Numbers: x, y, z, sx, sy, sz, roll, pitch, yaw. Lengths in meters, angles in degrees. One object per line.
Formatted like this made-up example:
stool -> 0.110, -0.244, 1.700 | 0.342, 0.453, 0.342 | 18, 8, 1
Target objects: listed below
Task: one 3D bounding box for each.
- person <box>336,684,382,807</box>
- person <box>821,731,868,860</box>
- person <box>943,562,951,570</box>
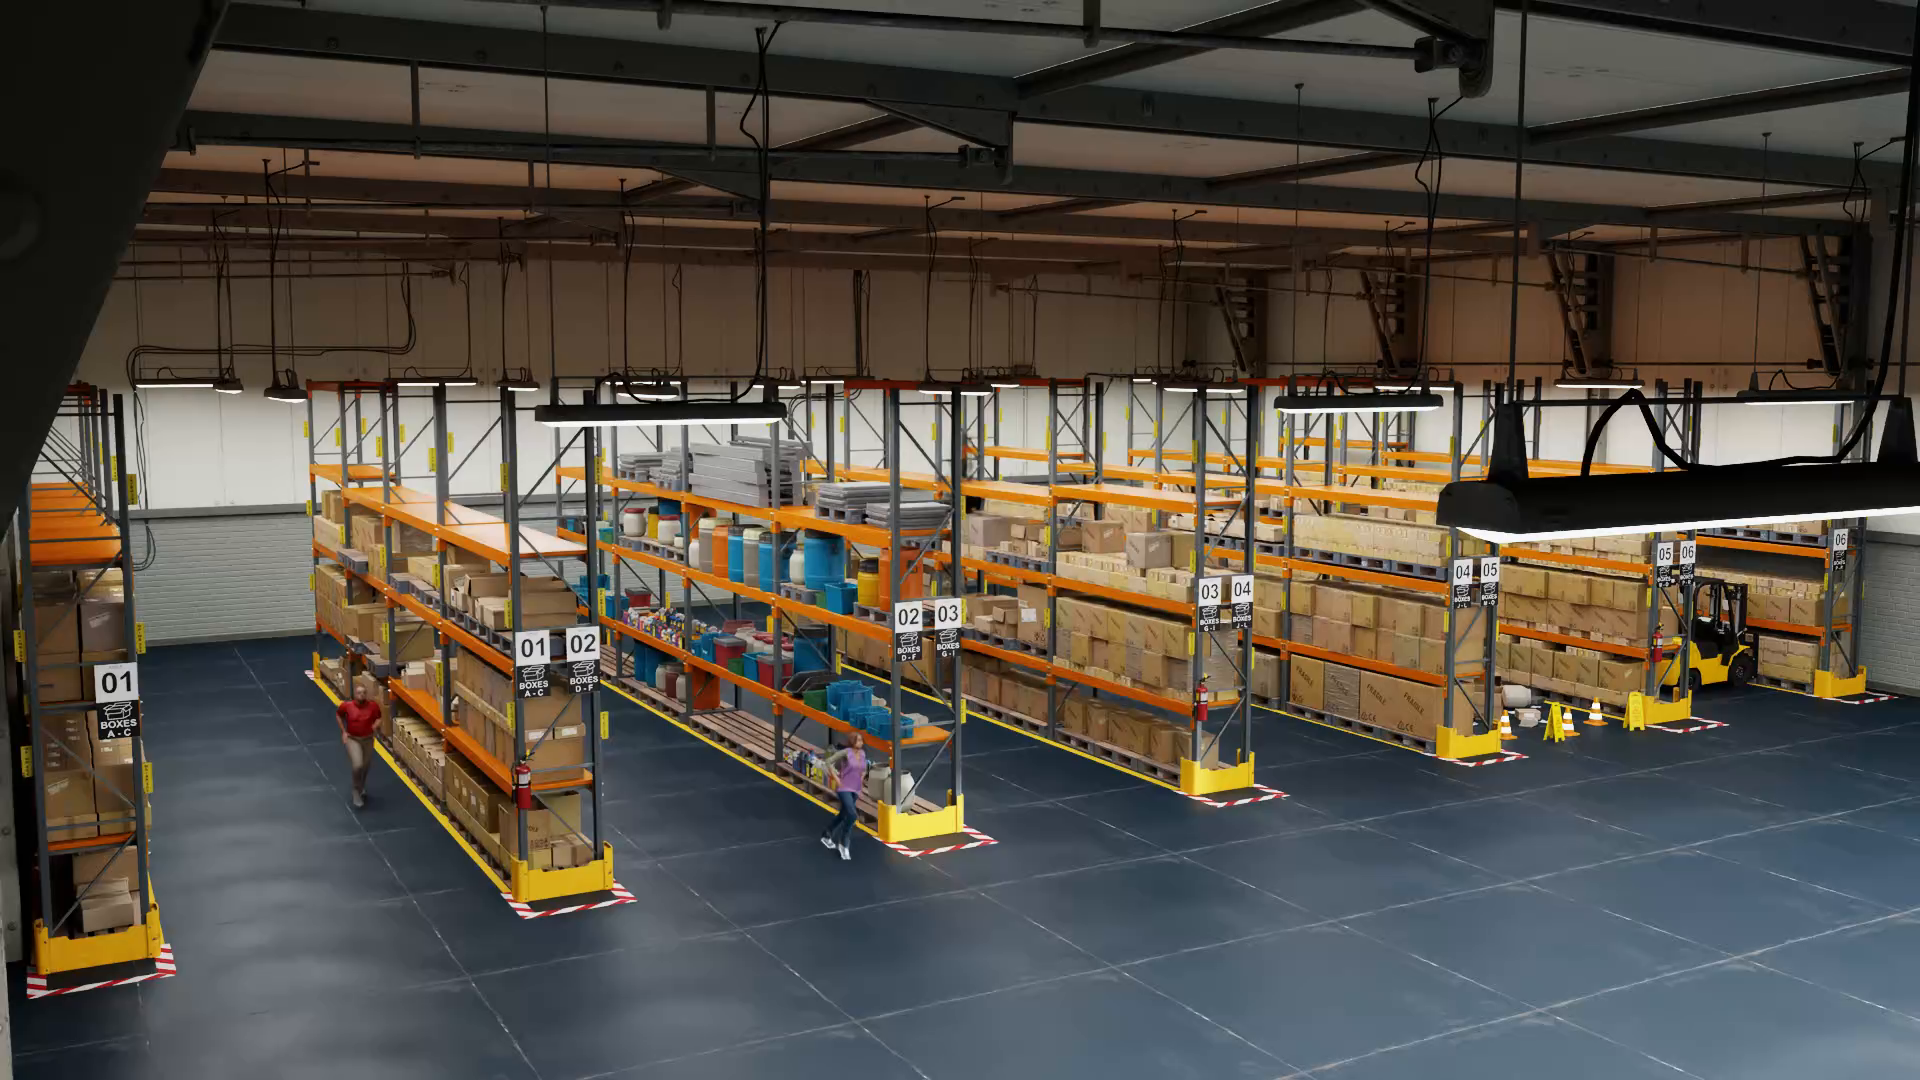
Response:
person -> -8.641, 2.950, 24.005 | 0.570, 1.777, 0.863 | -5, 8, -37
person -> -1.473, 3.277, 21.546 | 0.658, 1.623, 0.553 | 5, 8, 40
person -> -0.364, 1.067, 41.609 | 0.753, 1.725, 0.753 | -5, 8, -36
